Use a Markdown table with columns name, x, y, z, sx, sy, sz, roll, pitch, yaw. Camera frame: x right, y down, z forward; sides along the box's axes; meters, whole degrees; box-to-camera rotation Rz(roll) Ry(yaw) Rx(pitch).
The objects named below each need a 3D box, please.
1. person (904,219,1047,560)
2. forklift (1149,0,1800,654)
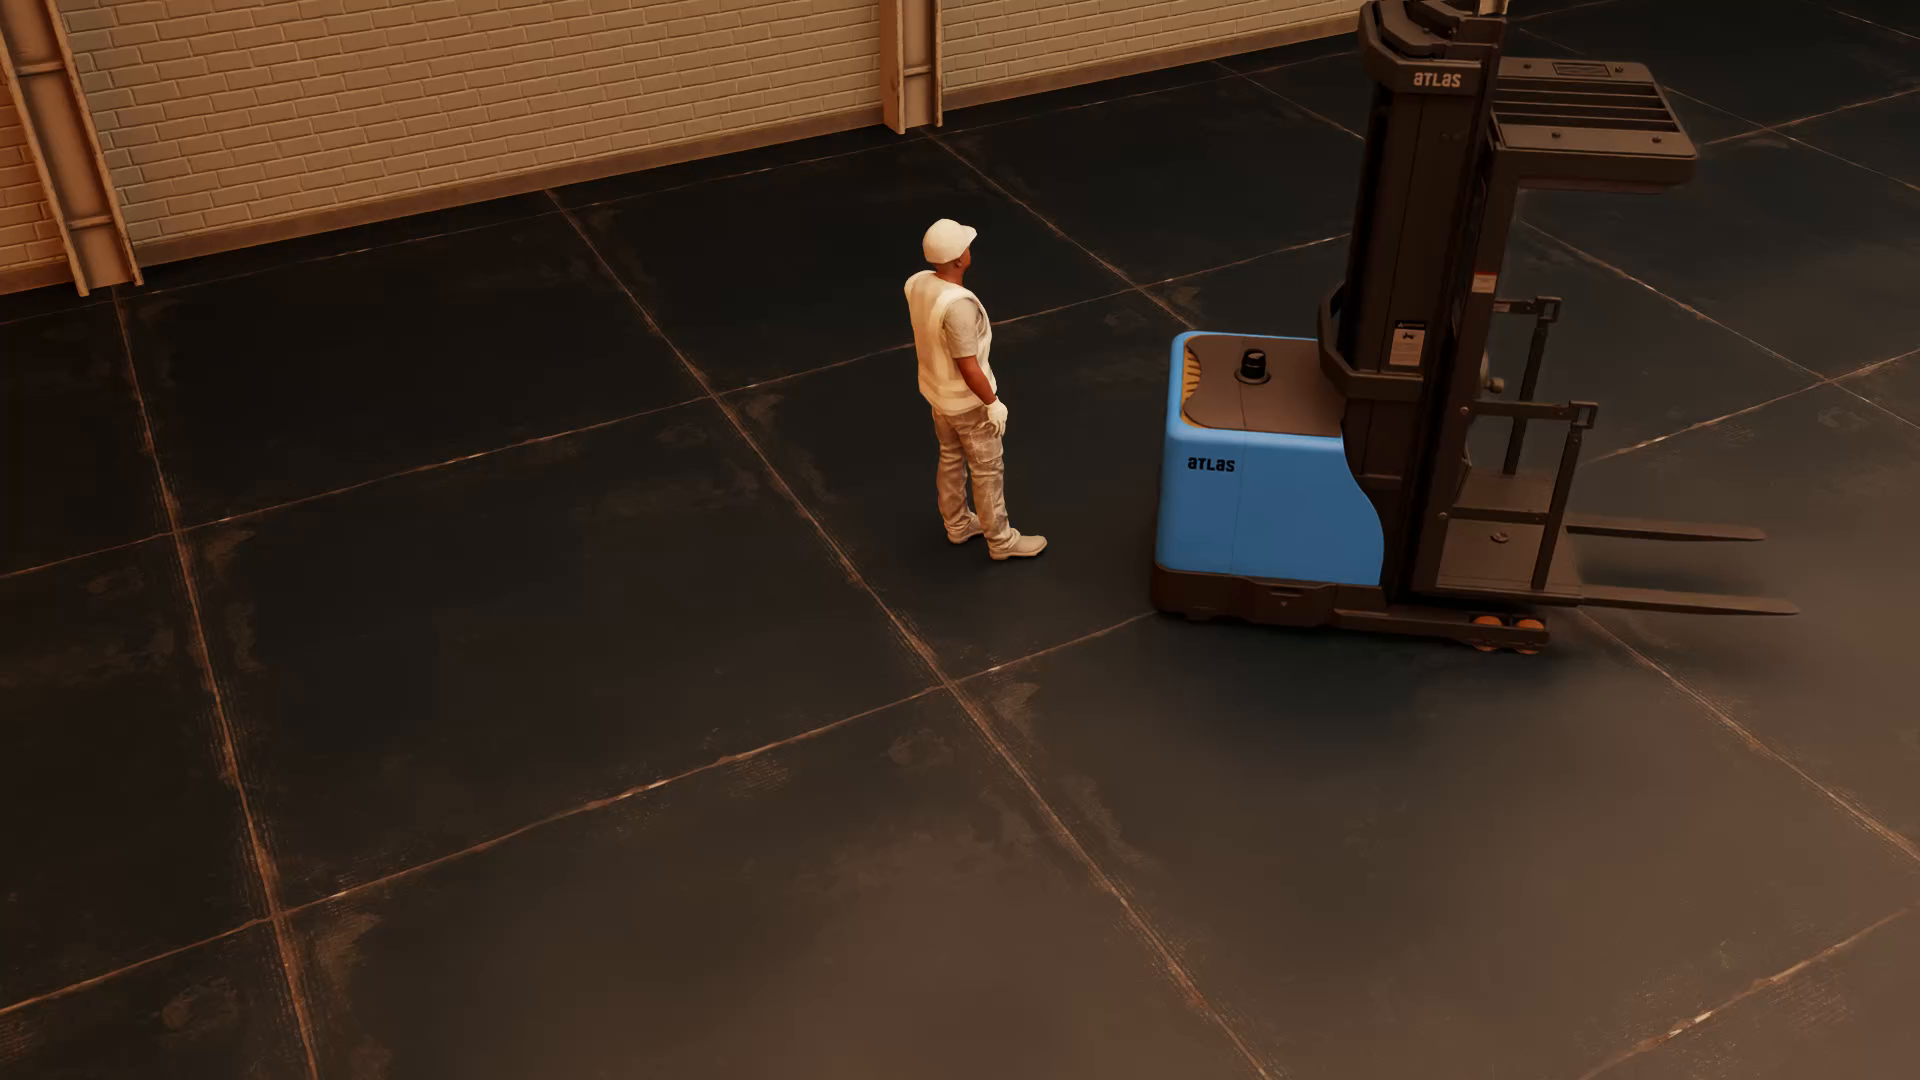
| name | x | y | z | sx | sy | sz | roll | pitch | yaw |
| --- | --- | --- | --- | --- | --- | --- | --- | --- | --- |
| person | 0.067 | -0.749 | 8.164 | 0.577 | 1.782 | 0.656 | -17 | 39 | -23 |
| forklift | 2.484 | -0.982 | 7.513 | 3.031 | 2.935 | 1.130 | 4 | 35 | 6 |
